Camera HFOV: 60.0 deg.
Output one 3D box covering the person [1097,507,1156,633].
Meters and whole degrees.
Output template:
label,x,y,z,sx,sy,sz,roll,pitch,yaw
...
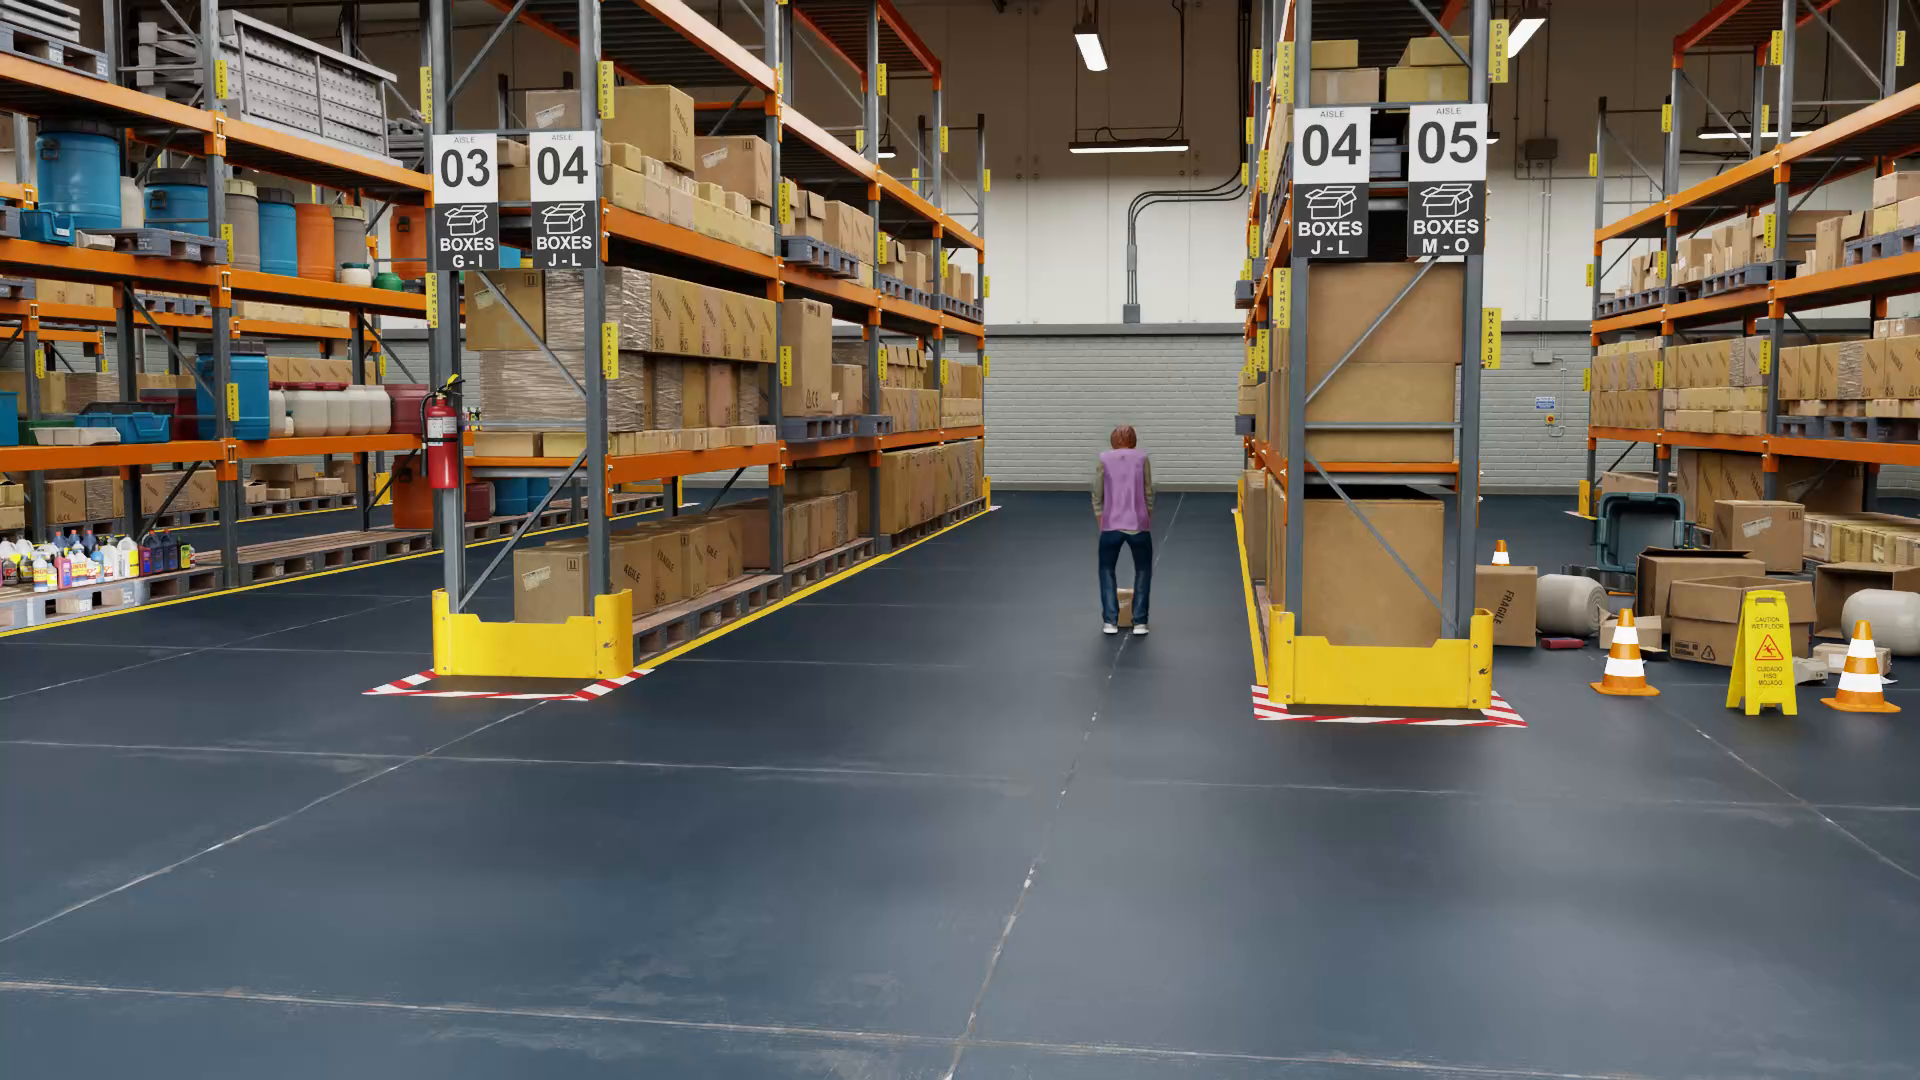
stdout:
label,x,y,z,sx,sy,sz,roll,pitch,yaw
person,1.193,0.203,11.927,0.420,0.898,0.856,0,5,6
